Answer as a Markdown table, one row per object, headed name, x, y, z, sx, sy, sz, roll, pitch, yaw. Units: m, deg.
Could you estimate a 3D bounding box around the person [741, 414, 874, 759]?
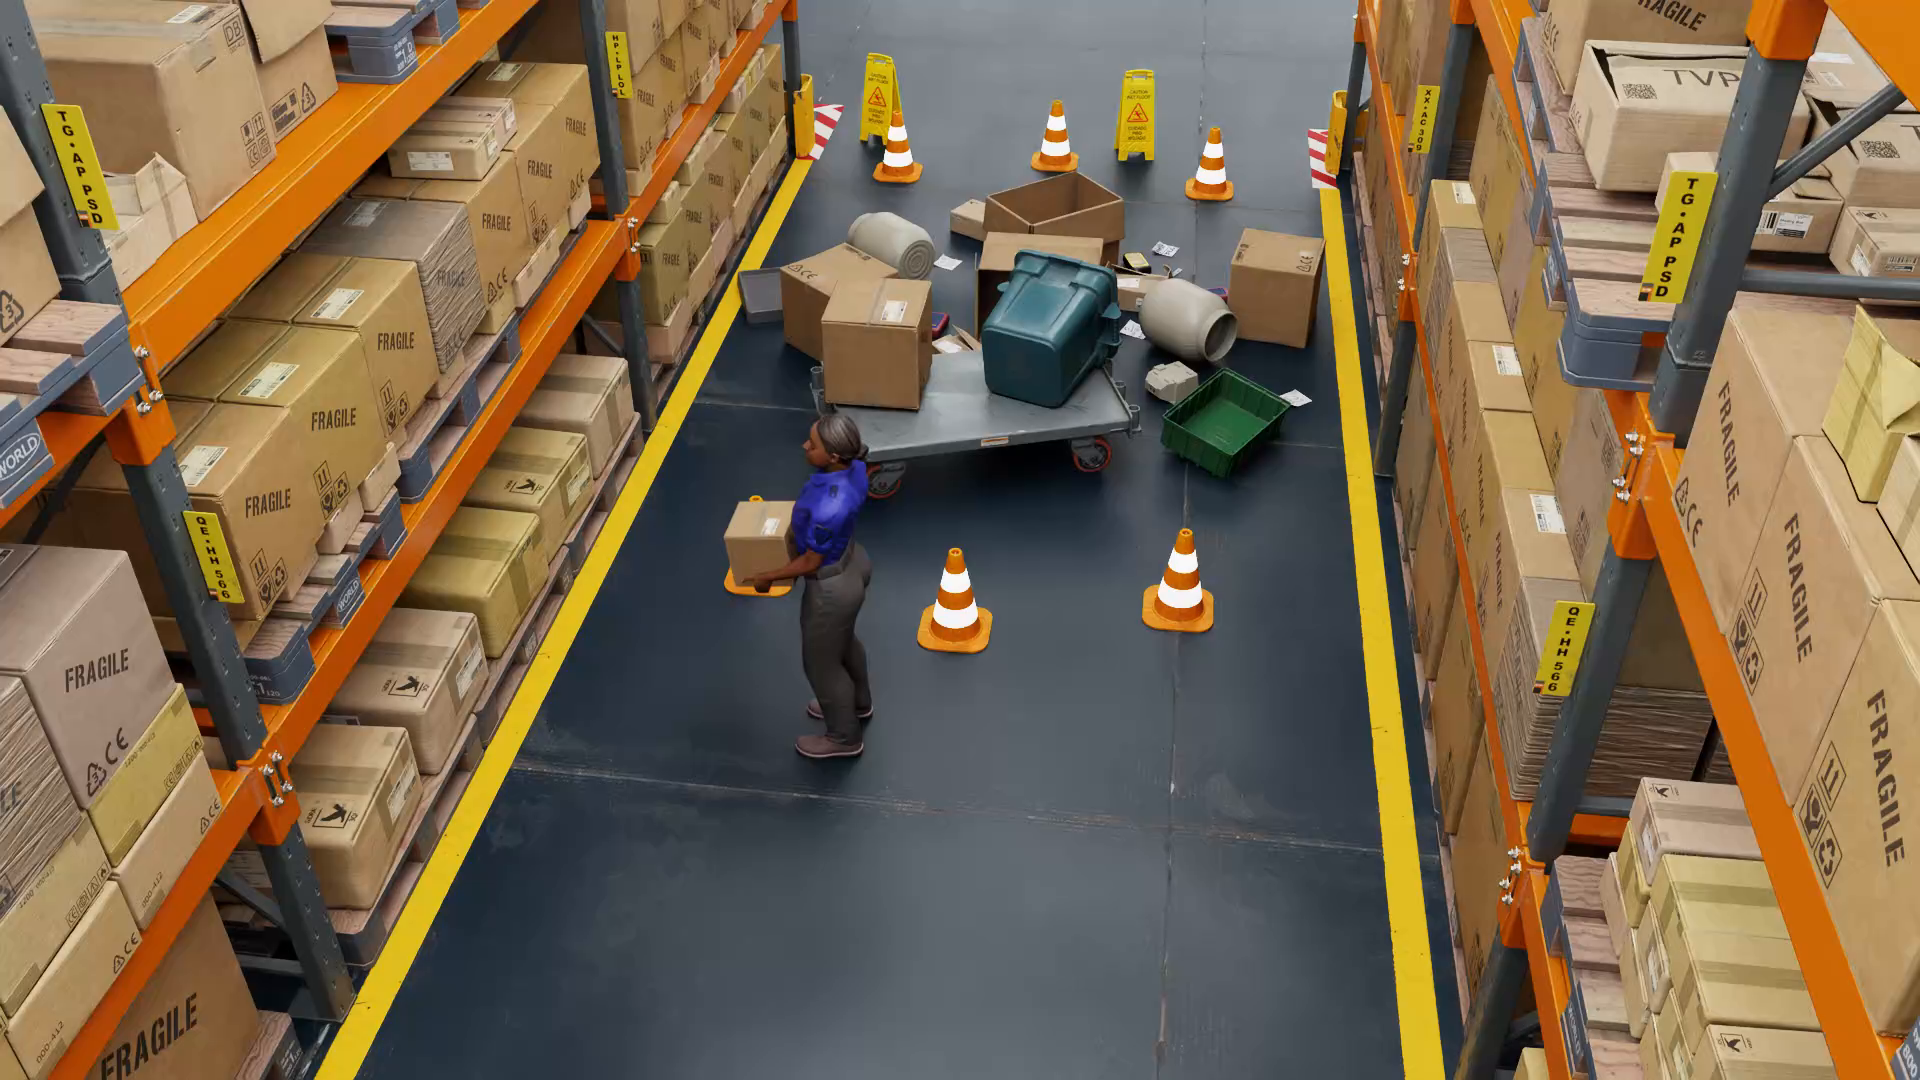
| name | x | y | z | sx | sy | sz | roll | pitch | yaw |
| --- | --- | --- | --- | --- | --- | --- | --- | --- | --- |
| person | -0.603 | 0.172 | 6.817 | 0.522 | 1.648 | 0.451 | 5 | 37 | 7 |
